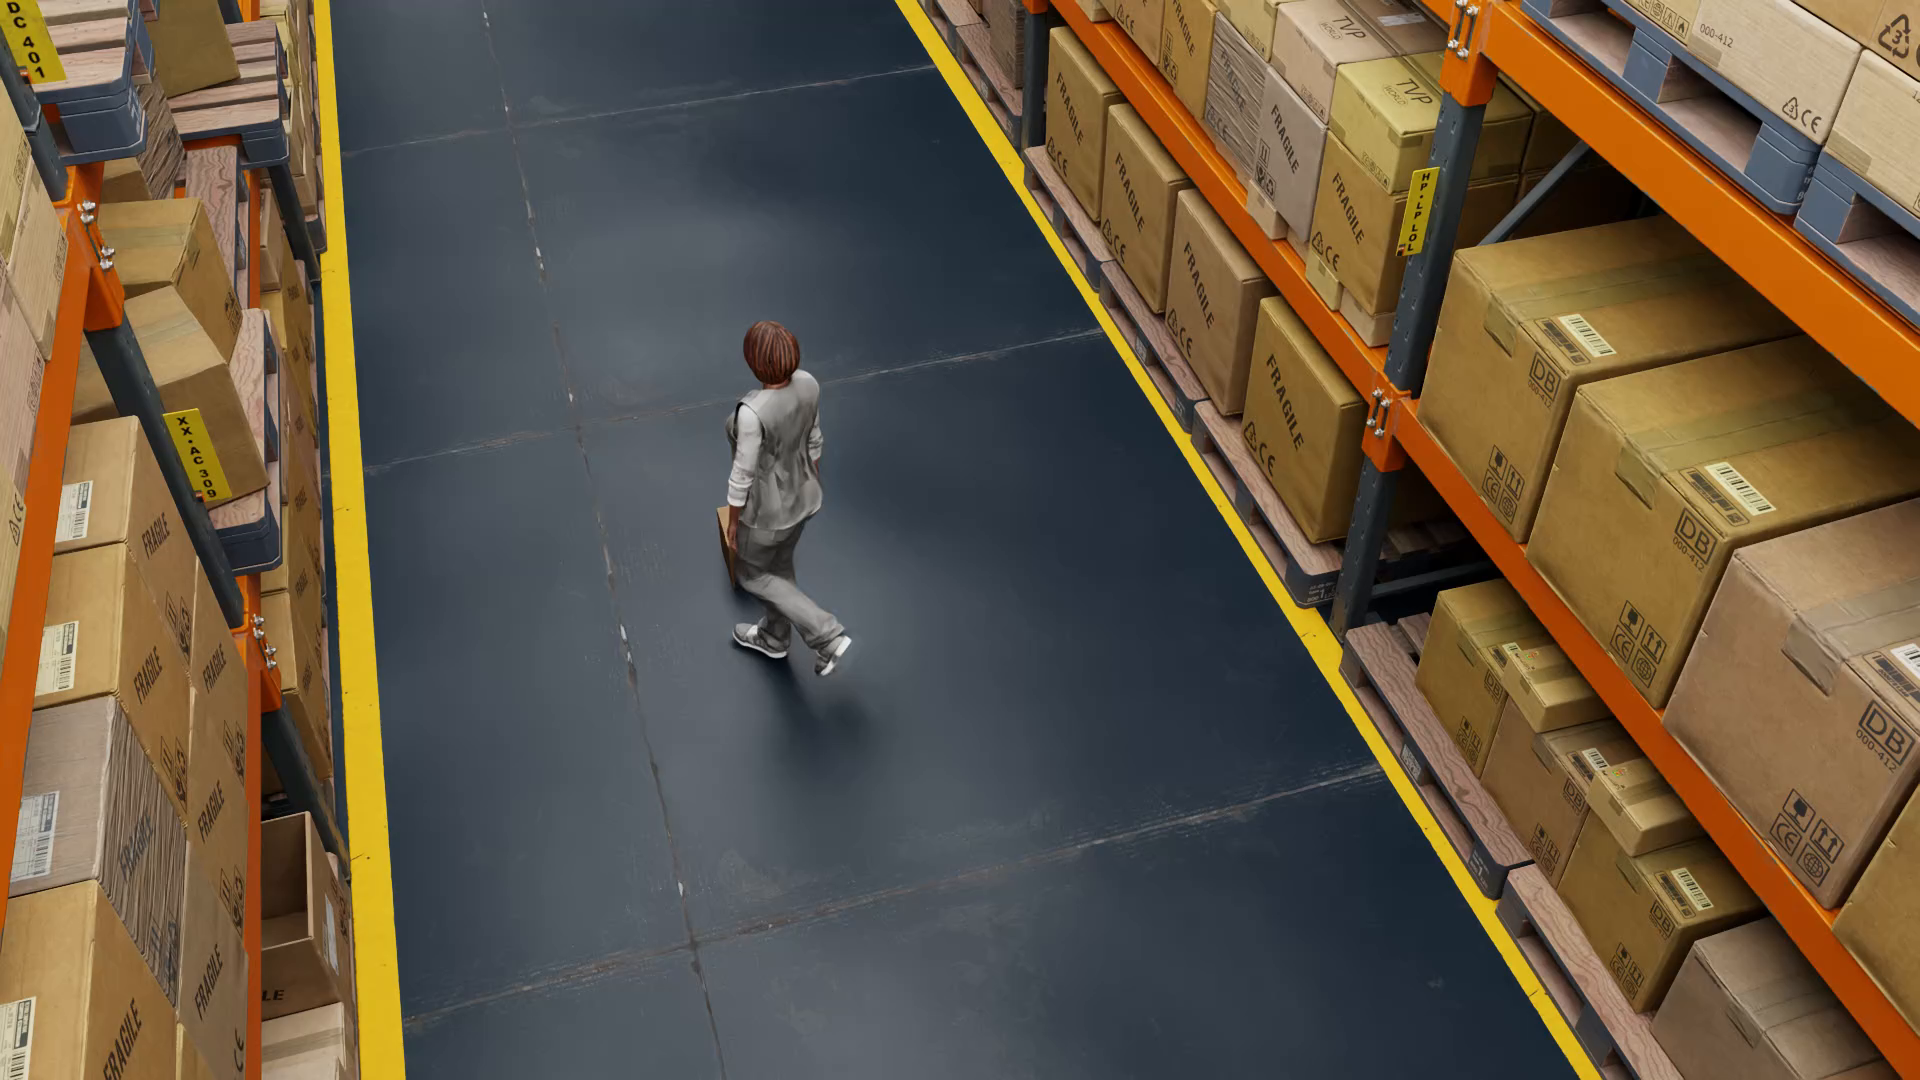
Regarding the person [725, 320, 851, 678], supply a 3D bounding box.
[{"bbox_3d":[-0.644,-0.110,6.273,0.625,1.590,0.455,25,48,24],"label":"person"}]
